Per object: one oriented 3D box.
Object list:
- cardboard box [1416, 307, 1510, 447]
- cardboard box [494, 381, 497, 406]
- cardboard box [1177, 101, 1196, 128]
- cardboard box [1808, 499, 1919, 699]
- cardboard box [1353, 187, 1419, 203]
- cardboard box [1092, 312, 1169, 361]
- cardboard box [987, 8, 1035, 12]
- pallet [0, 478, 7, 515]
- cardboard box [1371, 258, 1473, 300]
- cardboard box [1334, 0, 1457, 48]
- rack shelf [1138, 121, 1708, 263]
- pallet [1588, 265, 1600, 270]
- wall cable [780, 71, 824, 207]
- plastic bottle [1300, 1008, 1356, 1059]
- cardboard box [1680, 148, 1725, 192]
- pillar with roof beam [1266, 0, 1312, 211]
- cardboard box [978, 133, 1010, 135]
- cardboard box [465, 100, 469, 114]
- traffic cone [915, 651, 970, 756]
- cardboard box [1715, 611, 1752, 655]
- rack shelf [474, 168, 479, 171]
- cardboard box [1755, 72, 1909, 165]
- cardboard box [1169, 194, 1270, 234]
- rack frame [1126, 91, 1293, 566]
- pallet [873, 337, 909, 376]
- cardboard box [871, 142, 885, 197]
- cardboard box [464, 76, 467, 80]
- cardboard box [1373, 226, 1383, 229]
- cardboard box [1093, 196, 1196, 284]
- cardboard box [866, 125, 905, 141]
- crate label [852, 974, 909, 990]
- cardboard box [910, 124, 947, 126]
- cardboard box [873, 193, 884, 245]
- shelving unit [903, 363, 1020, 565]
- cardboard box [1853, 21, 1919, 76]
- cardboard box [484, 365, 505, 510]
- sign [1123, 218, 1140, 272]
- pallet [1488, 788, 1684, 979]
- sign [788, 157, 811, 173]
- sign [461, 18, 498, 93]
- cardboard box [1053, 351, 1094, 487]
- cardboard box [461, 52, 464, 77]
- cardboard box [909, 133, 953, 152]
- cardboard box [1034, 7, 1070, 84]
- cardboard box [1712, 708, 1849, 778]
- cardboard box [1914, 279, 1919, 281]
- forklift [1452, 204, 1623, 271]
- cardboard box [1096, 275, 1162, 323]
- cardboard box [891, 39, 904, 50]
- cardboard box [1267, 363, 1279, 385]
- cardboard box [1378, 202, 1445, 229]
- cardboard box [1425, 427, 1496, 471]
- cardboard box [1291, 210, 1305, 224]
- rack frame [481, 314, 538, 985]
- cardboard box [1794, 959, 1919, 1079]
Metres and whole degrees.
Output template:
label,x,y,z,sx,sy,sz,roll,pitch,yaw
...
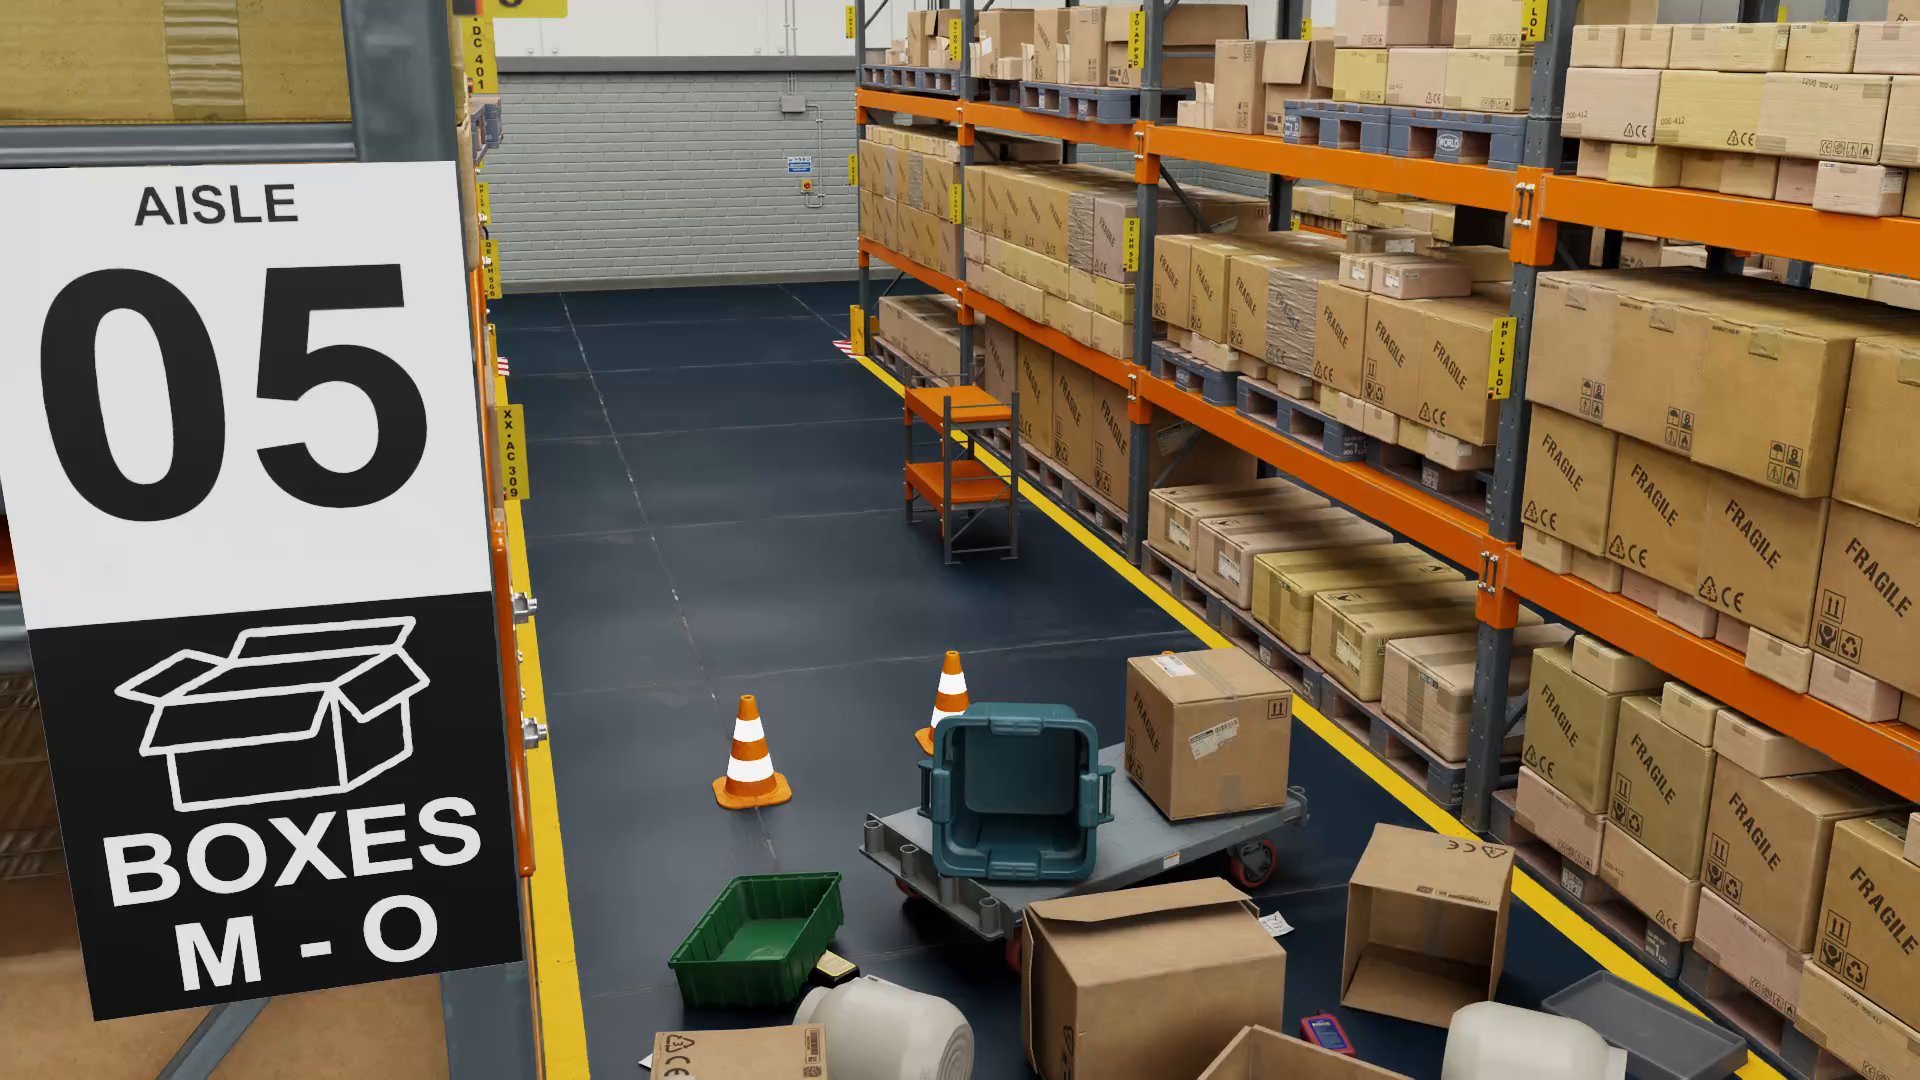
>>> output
label,x,y,z,sx,sy,sz,roll,pitch,yaw
cardboard box,2.347,-0.715,7.199,0.500,0.500,0.500,-5,17,-16
cardboard box,-2.336,-0.428,7.489,0.500,0.500,0.500,-4,17,-14
cardboard box,1.518,-2.536,9.904,0.380,0.149,0.250,-5,17,-15
cardboard box,2.991,0.154,5.034,0.500,0.500,0.500,-4,17,-15
cardboard box,4.447,-3.795,17.312,0.500,0.500,0.500,-4,17,-14
cardboard box,1.207,-1.368,11.054,0.500,0.250,0.500,-5,18,-17
cardboard box,0.536,-4.340,14.394,0.500,0.500,0.500,-4,17,-14
pallet,-1.152,-0.287,2.134,1.003,0.211,1.213,-5,17,-15
cardboard box,2.149,-1.216,7.737,0.380,0.149,0.250,-5,17,-17
cardboard box,2.111,-2.450,7.843,0.500,0.250,0.500,-4,17,-14
rack shelf,2.145,-1.860,8.465,1.077,0.370,4.000,-5,17,-15
pallet,5.828,-2.160,13.762,1.003,0.211,1.213,-5,17,-15
wall cable,-2.175,-5.593,23.037,0.585,1.953,0.123,-5,17,-15
plastic bottle,1.246,1.698,5.692,0.133,0.061,0.283,-2,17,-6
cardboard box,2.737,-1.288,5.749,0.380,0.149,0.250,-5,17,-15
pillar with roof beam,0.155,-7.277,20.035,9.100,9.000,0.400,-5,17,-15
cardboard box,0.258,-3.795,15.833,0.380,0.149,0.250,-5,17,-15
cardboard box,-0.933,-0.584,2.500,0.380,0.149,0.250,-5,17,-15
traffic cone,-0.033,0.767,8.093,0.336,0.463,0.334,-5,17,-15
cardboard box,2.832,0.298,5.683,0.380,0.149,0.250,-5,17,-16
rack shelf,-3.686,-2.547,10.752,1.077,0.370,4.000,-5,17,-15
cardboard box,2.828,-1.297,5.084,0.500,0.250,0.500,-5,17,-15
cardboard box,1.695,-2.003,10.995,0.500,0.500,0.500,-5,18,-17
rack frame,1.595,-1.321,10.635,1.000,3.000,0.127,-5,17,-15
pallet,-0.308,-1.983,17.687,1.003,0.211,1.213,-5,17,-15
cardboard box,-0.596,-3.763,16.852,0.500,0.500,0.500,-5,17,-17
cardboard box,-1.417,-1.073,4.129,0.380,0.149,0.250,-5,17,-15
cardboard box,4.530,-3.197,17.317,0.380,0.149,0.250,-5,17,-15
cardboard box,1.202,-1.970,10.884,0.500,0.500,0.500,-5,17,-17
cardboard box,-0.772,-4.251,17.350,0.380,0.149,0.250,-4,17,-14
crate label,-0.313,1.634,5.773,0.250,0.136,0.298,11,20,32
cardboard box,-0.312,-4.288,17.472,0.380,0.149,0.250,-4,17,-15
cardboard box,-0.582,-3.288,17.011,0.500,0.500,0.500,-5,17,-16
shelving unit,-0.002,-0.541,11.296,0.538,1.125,1.048,-5,17,-15
cardboard box,2.878,-1.444,4.880,0.380,0.149,0.250,-5,17,-16
cardboard box,-1.706,-0.136,4.554,0.875,0.550,0.550,-5,17,-15
sign,1.063,-1.830,10.319,0.100,0.325,0.005,-5,17,-15
pallet,2.913,1.304,6.743,1.003,0.211,1.213,-5,17,-15
sign,-2.238,-5.234,23.192,0.327,0.218,0.001,-5,17,-15
sign,-1.504,-1.561,5.186,0.100,0.325,0.005,-5,17,-15
cardboard box,1.244,-0.949,12.360,0.875,0.875,0.875,-4,17,-15
cardboard box,-1.241,-1.017,3.250,0.500,0.250,0.500,-5,17,-16
cardboard box,-0.267,-3.750,15.683,0.380,0.149,0.250,-5,17,-15
cardboard box,0.832,-3.471,11.675,0.500,0.500,0.500,-5,17,-15
cardboard box,2.794,0.672,5.620,0.380,0.149,0.250,-4,17,-12
cardboard box,6.425,-1.747,10.753,0.380,0.149,0.250,-4,17,-15
forklift,3.888,-1.298,10.677,1.130,2.935,3.031,-6,18,-19
cardboard box,1.218,-1.602,10.963,0.500,0.250,0.500,-5,17,-15
cardboard box,-0.393,-5.030,17.126,0.500,0.250,0.500,-6,18,-20
cardboard box,1.894,-0.923,9.019,0.380,0.149,0.250,-4,17,-13
cardboard box,4.617,-3.289,16.932,0.500,0.250,0.500,-5,17,-16
cardboard box,2.288,-0.416,7.328,0.380,0.149,0.250,-4,17,-14
cardboard box,3.995,-3.694,18.973,0.380,0.149,0.250,-5,17,-16
rack frame,-2.037,0.205,5.555,1.000,3.000,0.127,-5,17,-15
cardboard box,3.029,1.517,5.236,0.500,0.250,0.500,-5,18,-17
